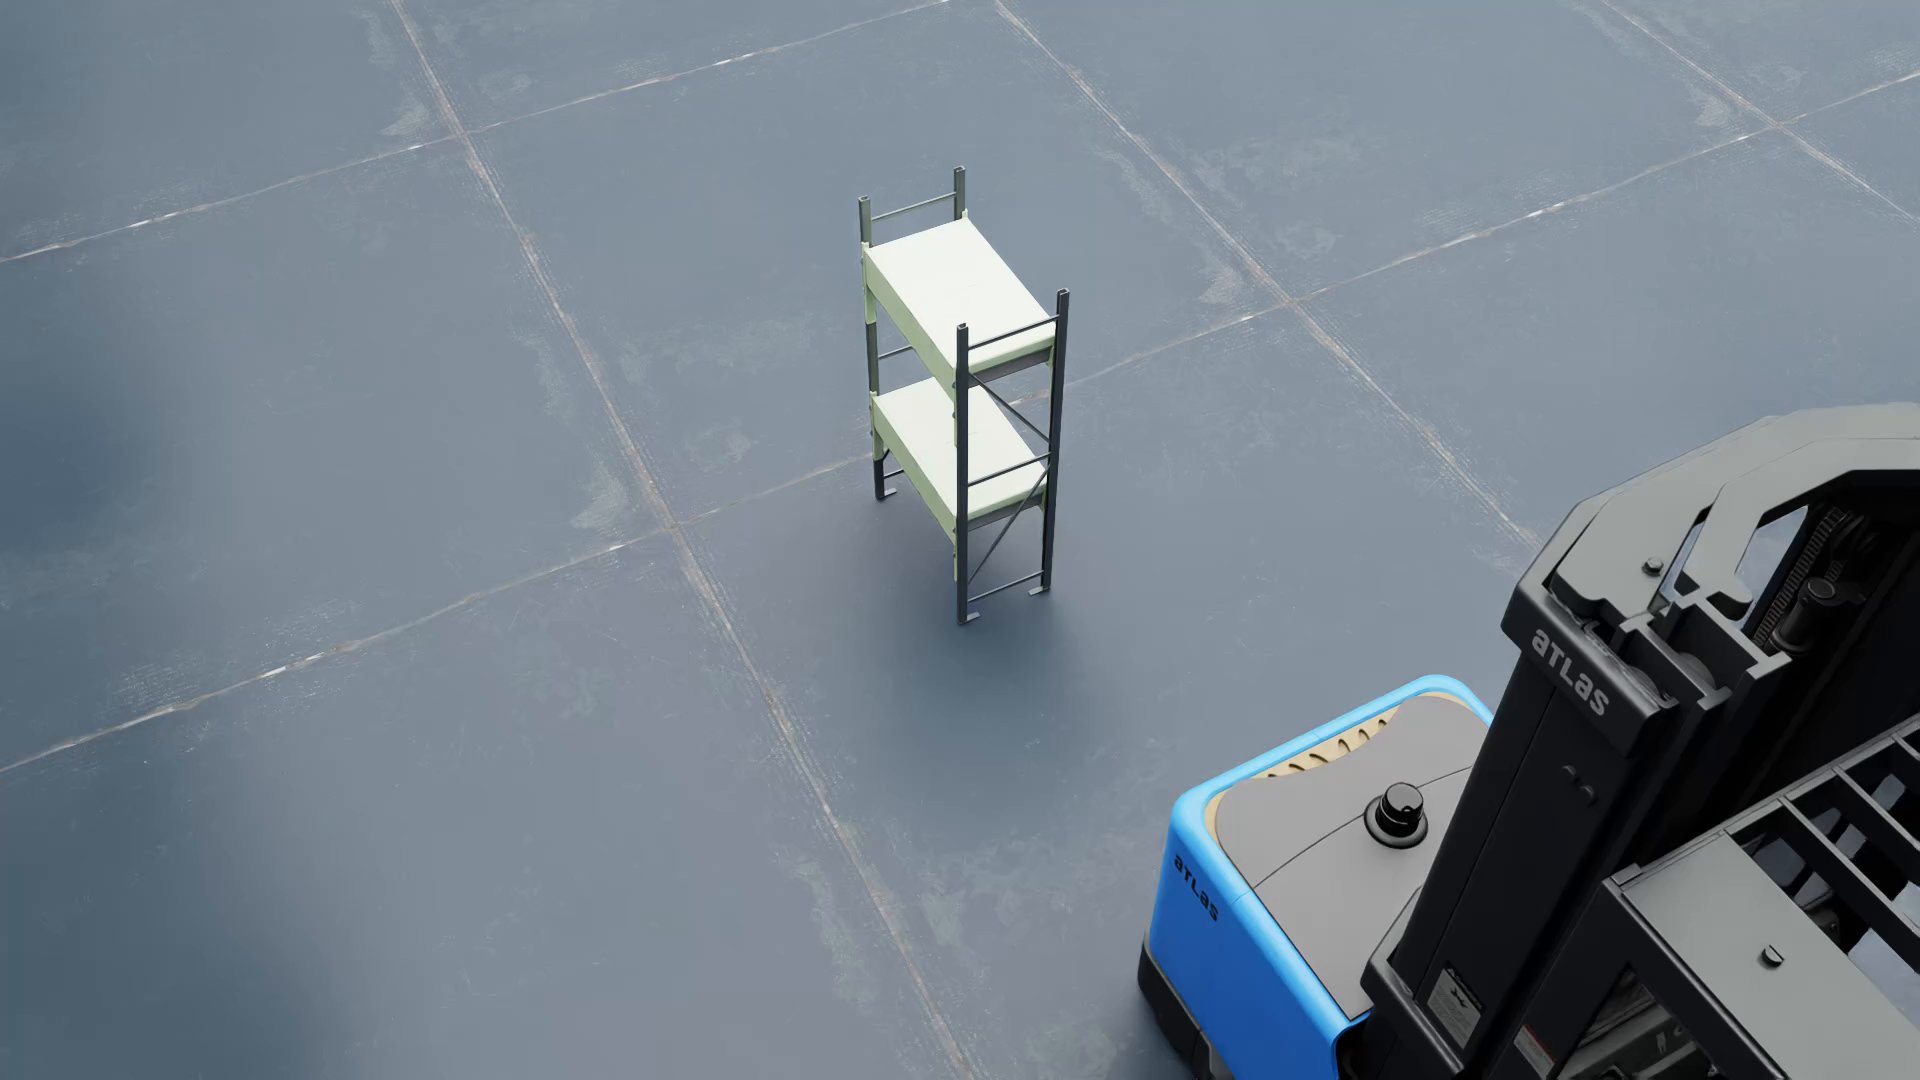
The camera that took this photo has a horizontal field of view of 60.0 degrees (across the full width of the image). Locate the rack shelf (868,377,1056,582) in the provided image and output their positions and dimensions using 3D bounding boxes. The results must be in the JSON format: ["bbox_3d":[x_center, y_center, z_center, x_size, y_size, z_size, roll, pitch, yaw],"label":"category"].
[{"bbox_3d":[0.003,-0.275,6.320,0.431,0.370,0.720,-21,52,-18],"label":"rack shelf"}]

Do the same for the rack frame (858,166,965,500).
[{"bbox_3d":[-0.164,-0.734,6.288,0.400,1.500,0.023,-21,52,-18],"label":"rack frame"}]

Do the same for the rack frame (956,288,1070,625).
[{"bbox_3d":[0.171,-0.244,5.860,0.400,1.500,0.023,-21,52,-18],"label":"rack frame"}]

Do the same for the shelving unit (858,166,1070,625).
[{"bbox_3d":[0.003,-0.489,6.074,0.431,1.500,0.755,-21,52,-18],"label":"shelving unit"}]

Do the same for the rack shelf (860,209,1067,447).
[{"bbox_3d":[0.003,-0.746,5.780,0.431,0.370,0.720,-21,52,-18],"label":"rack shelf"}]

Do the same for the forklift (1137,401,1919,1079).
[{"bbox_3d":[1.713,1.265,3.589,1.130,2.935,3.031,-22,52,-18],"label":"forklift"}]
